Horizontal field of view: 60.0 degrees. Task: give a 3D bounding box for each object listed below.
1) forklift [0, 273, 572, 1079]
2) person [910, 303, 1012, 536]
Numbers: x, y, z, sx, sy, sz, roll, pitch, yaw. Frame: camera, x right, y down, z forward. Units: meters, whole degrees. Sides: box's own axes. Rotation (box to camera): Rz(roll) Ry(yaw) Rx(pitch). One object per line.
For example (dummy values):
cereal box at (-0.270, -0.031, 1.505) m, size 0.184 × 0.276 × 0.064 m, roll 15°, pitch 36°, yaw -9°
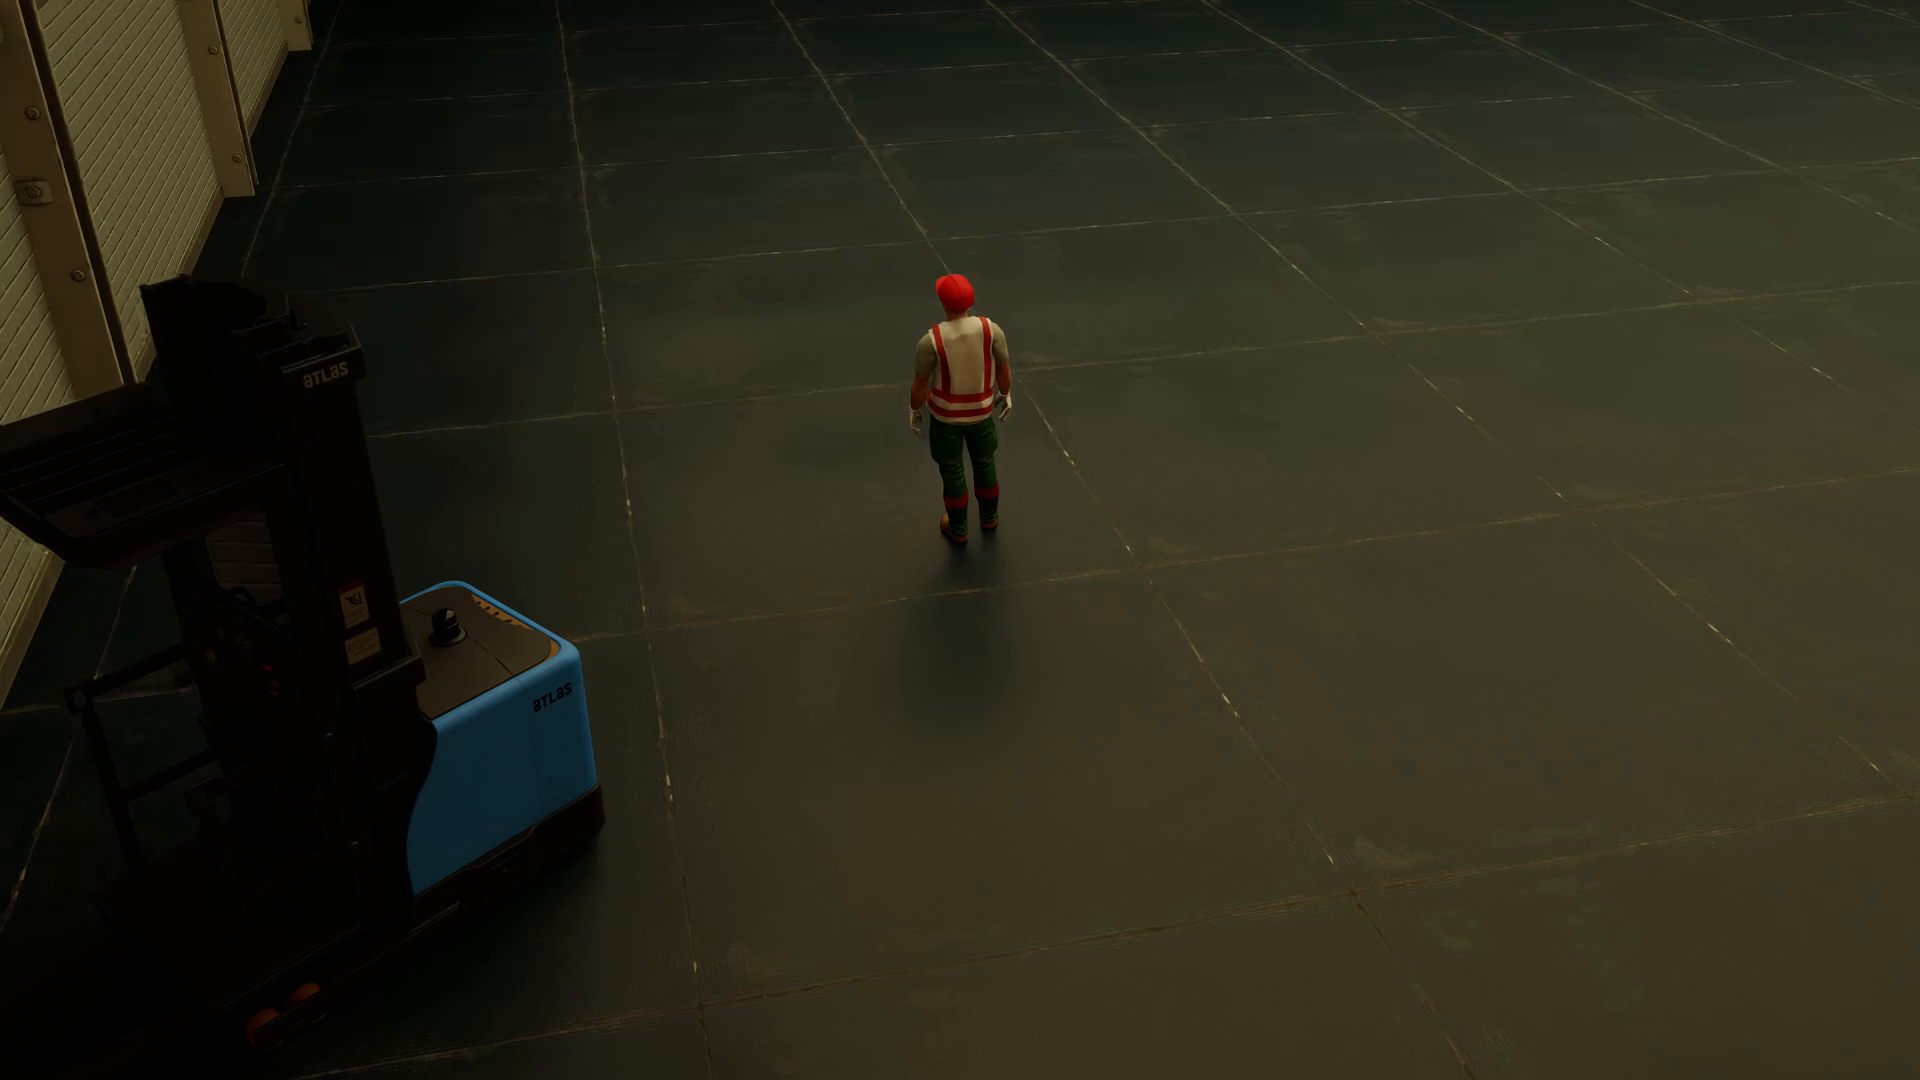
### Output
forklift at (-3.053, 0.549, 6.626) m, size 1.121 × 2.935 × 3.031 m, roll 23°, pitch 37°, yaw 34°
person at (0.008, -0.788, 10.059) m, size 0.638 × 1.689 × 0.421 m, roll -7°, pitch 31°, yaw -12°
